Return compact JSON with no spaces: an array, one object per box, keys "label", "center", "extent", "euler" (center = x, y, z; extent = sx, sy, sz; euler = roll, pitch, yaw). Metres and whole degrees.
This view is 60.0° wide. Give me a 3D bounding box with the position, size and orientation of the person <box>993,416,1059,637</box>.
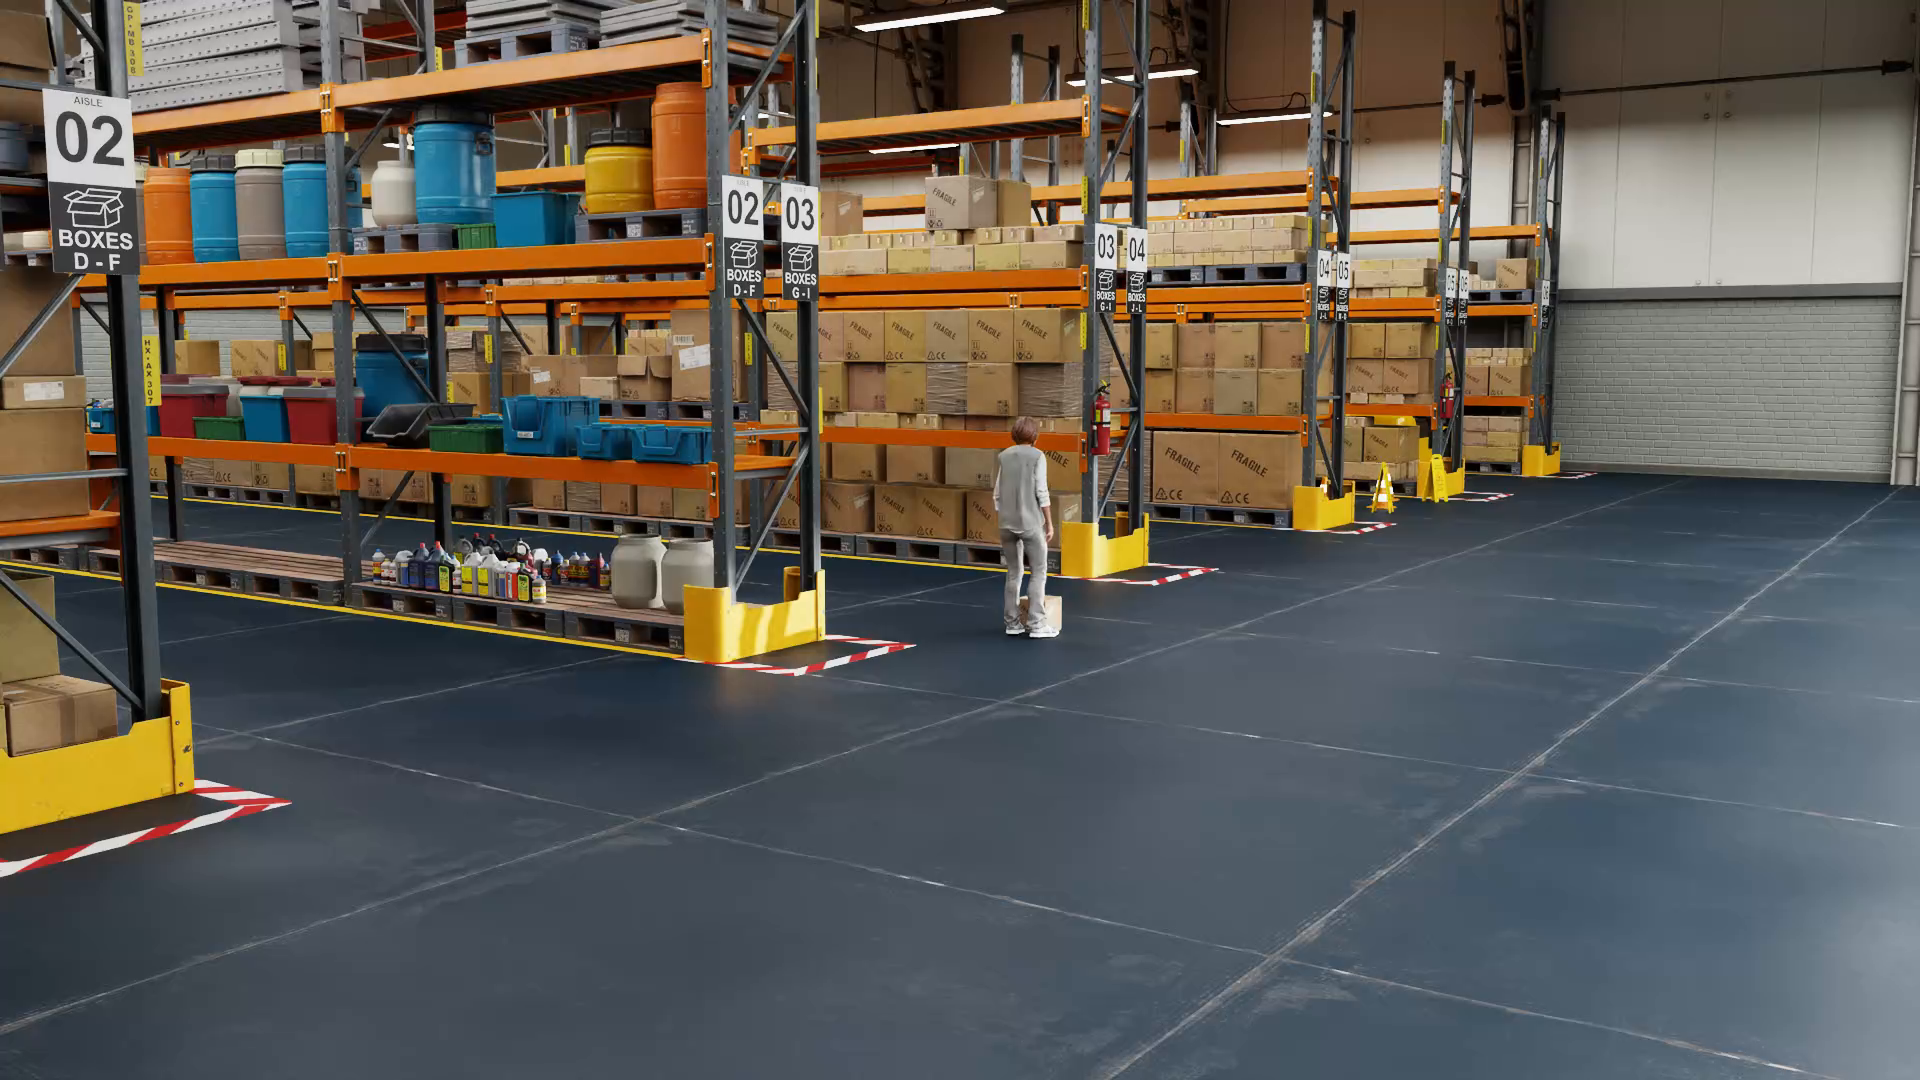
[{"label":"person","center":[0.464,-0.095,12.031],"extent":[0.460,1.593,0.373],"euler":[4,8,32]}]
